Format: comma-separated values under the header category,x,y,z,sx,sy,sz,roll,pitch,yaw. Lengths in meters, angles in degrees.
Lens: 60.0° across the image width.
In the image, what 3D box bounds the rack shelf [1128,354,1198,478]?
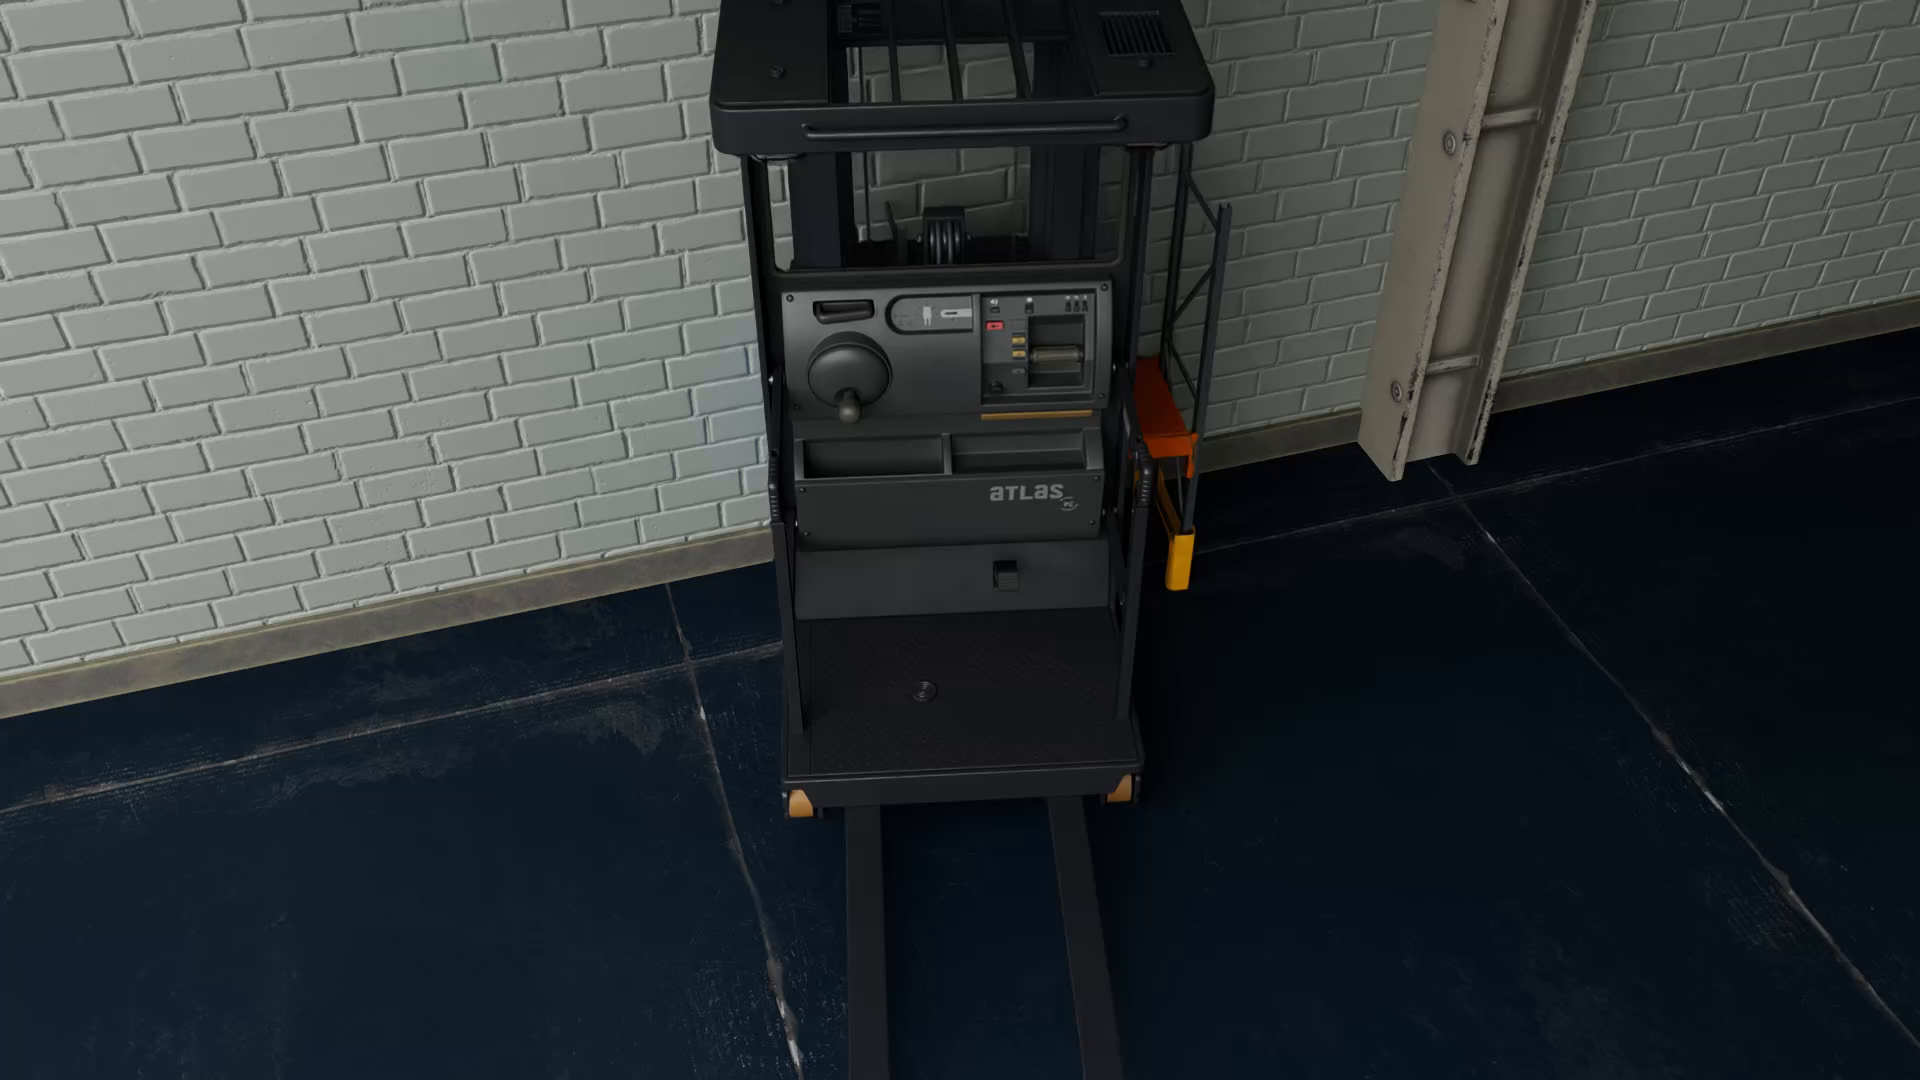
category,x,y,z,sx,sy,sz,roll,pitch,yaw
rack shelf,0.275,-0.404,5.849,1.000,0.185,0.538,-5,39,-8

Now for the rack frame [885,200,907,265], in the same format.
category,x,y,z,sx,sy,sz,roll,pitch,yaw
rack frame,-0.224,-0.502,5.671,0.032,1.500,0.500,-5,39,-8

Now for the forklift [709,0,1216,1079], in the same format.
category,x,y,z,sx,sy,sz,roll,pitch,yaw
forklift,-0.017,-0.457,4.545,1.130,2.935,3.031,-2,41,-3

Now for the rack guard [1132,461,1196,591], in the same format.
category,x,y,z,sx,sy,sz,roll,pitch,yaw
rack guard,0.752,-0.097,6.189,0.087,0.250,0.587,-5,39,-8

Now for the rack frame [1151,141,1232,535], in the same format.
category,x,y,z,sx,sy,sz,roll,pitch,yaw
rack frame,0.780,-0.589,5.804,0.032,1.500,0.500,-5,39,-8

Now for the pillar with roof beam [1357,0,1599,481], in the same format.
category,x,y,z,sx,sy,sz,roll,pitch,yaw
pillar with roof beam,3.120,-1.051,0.614,0.400,9.000,9.100,-12,42,-13

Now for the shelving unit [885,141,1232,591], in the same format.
category,x,y,z,sx,sy,sz,roll,pitch,yaw
shelving unit,0.269,-0.544,5.736,1.083,1.500,0.587,-5,39,-8
